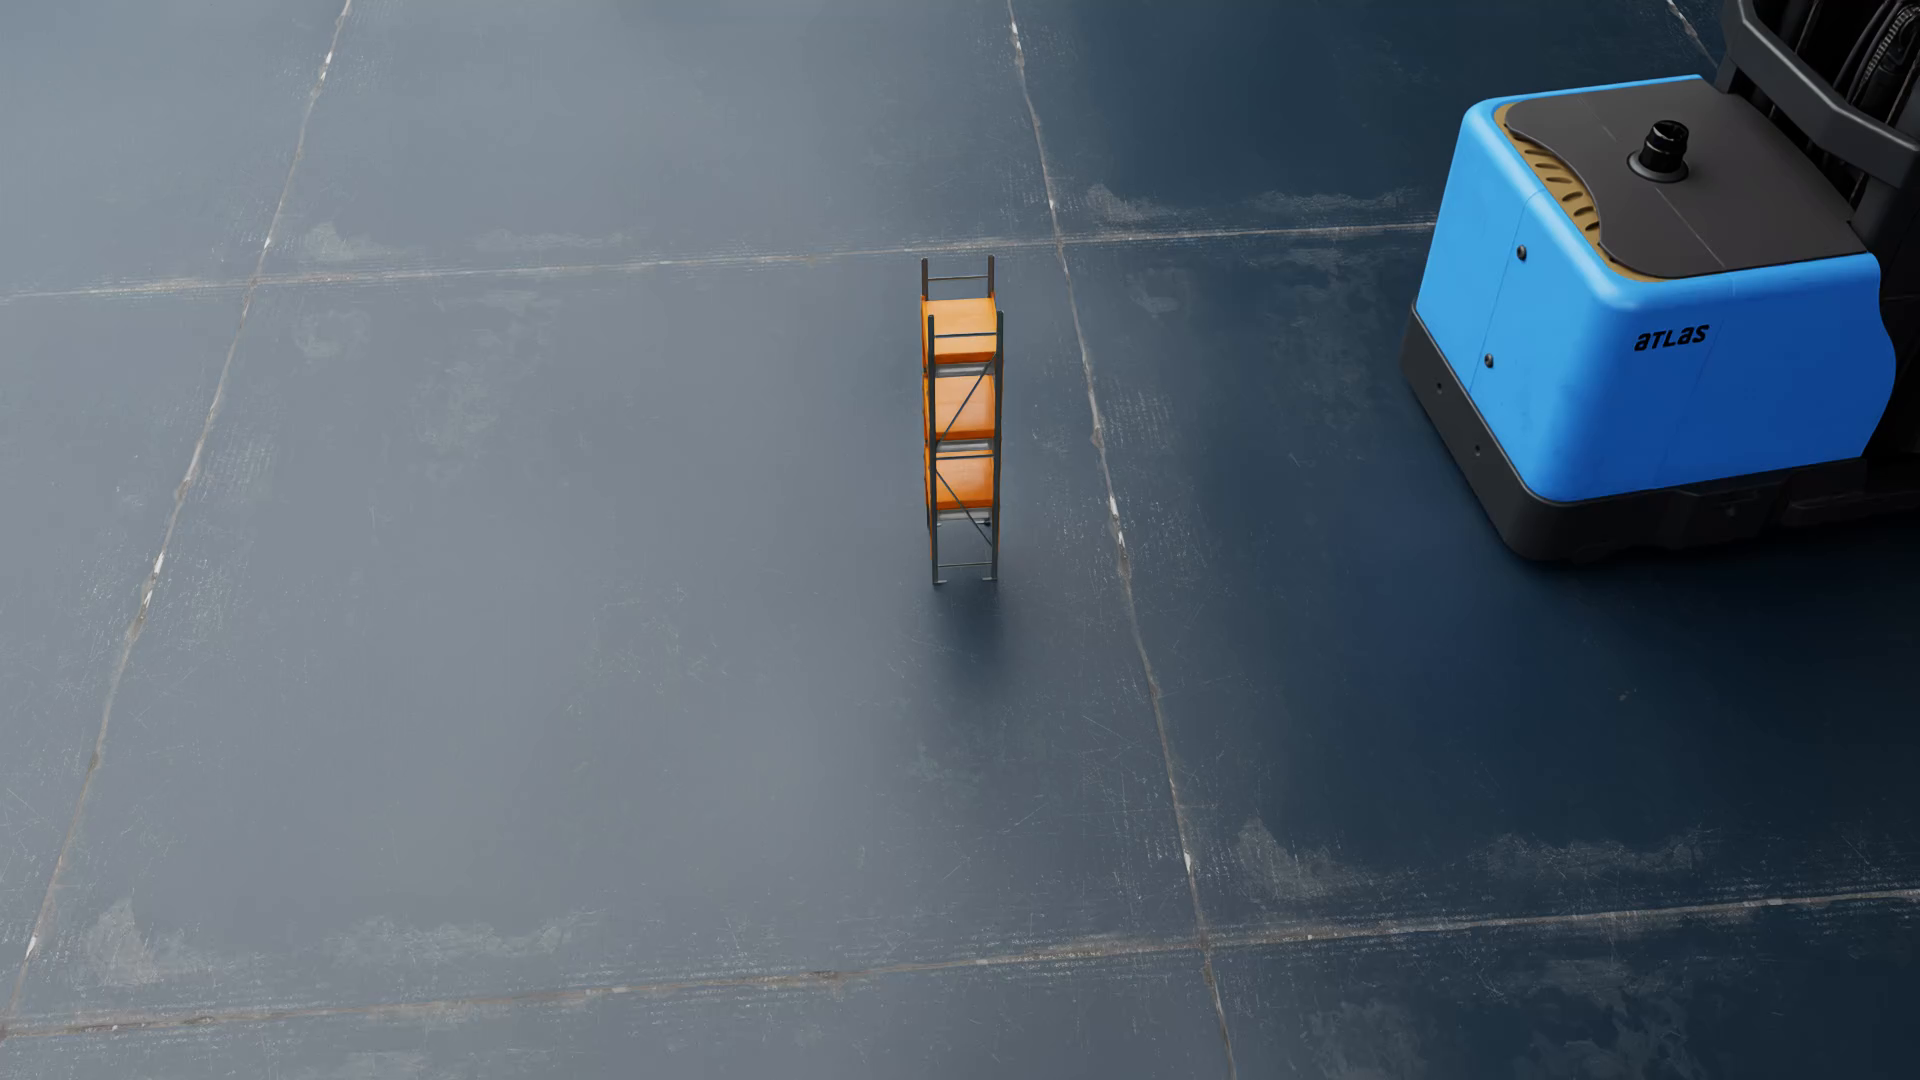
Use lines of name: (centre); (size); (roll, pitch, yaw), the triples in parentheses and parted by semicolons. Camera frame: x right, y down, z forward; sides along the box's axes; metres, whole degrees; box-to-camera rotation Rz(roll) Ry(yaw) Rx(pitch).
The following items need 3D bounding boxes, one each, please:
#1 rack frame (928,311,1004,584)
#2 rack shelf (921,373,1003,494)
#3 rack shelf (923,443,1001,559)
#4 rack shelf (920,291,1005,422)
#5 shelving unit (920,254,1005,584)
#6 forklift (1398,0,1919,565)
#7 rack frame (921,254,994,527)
rack frame: (0.015, -0.234, 4.749); (0.200, 1.050, 0.008); (-3, 47, -3)
rack shelf: (0.004, -0.315, 4.840); (0.215, 0.259, 0.240); (-3, 47, -3)
rack shelf: (0.004, -0.124, 5.042); (0.215, 0.259, 0.240); (-3, 47, -3)
rack shelf: (0.004, -0.510, 4.634); (0.215, 0.259, 0.240); (-3, 47, -3)
shelving unit: (0.004, -0.322, 4.832); (0.215, 1.050, 0.252); (-3, 47, -3)
forklift: (3.080, -1.478, 4.631); (3.031, 2.935, 1.130); (-9, 47, -8)
rack frame: (-0.006, -0.411, 4.916); (0.200, 1.050, 0.008); (-3, 47, -3)
